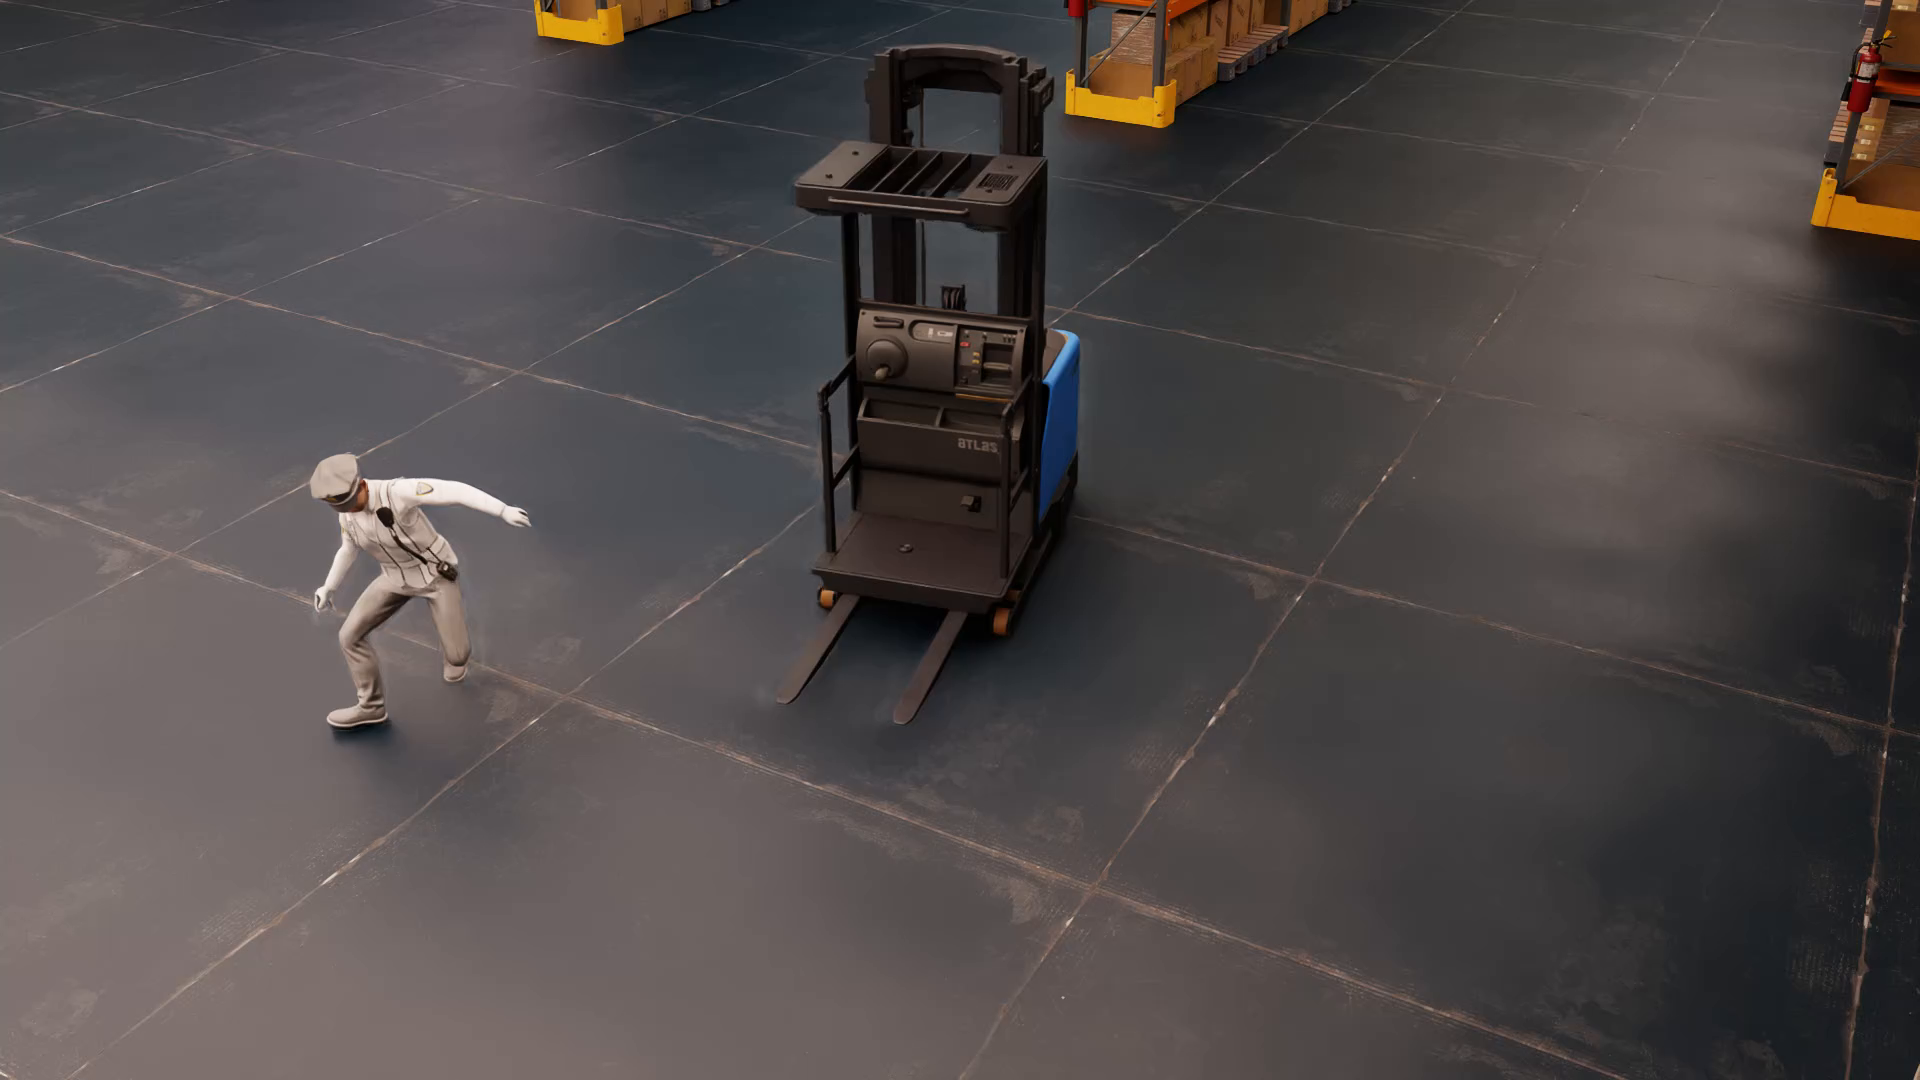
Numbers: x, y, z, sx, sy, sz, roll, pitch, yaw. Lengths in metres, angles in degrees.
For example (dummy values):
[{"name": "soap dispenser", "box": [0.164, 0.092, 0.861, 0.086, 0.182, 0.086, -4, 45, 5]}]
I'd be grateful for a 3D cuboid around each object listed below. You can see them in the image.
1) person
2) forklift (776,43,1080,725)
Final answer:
[{"name": "person", "box": [-2.656, 0.216, 8.148, 1.092, 1.468, 0.694, 9, 31, 16]}, {"name": "forklift", "box": [-0.163, -0.959, 8.732, 1.130, 2.935, 3.031, 8, 31, 14]}]
